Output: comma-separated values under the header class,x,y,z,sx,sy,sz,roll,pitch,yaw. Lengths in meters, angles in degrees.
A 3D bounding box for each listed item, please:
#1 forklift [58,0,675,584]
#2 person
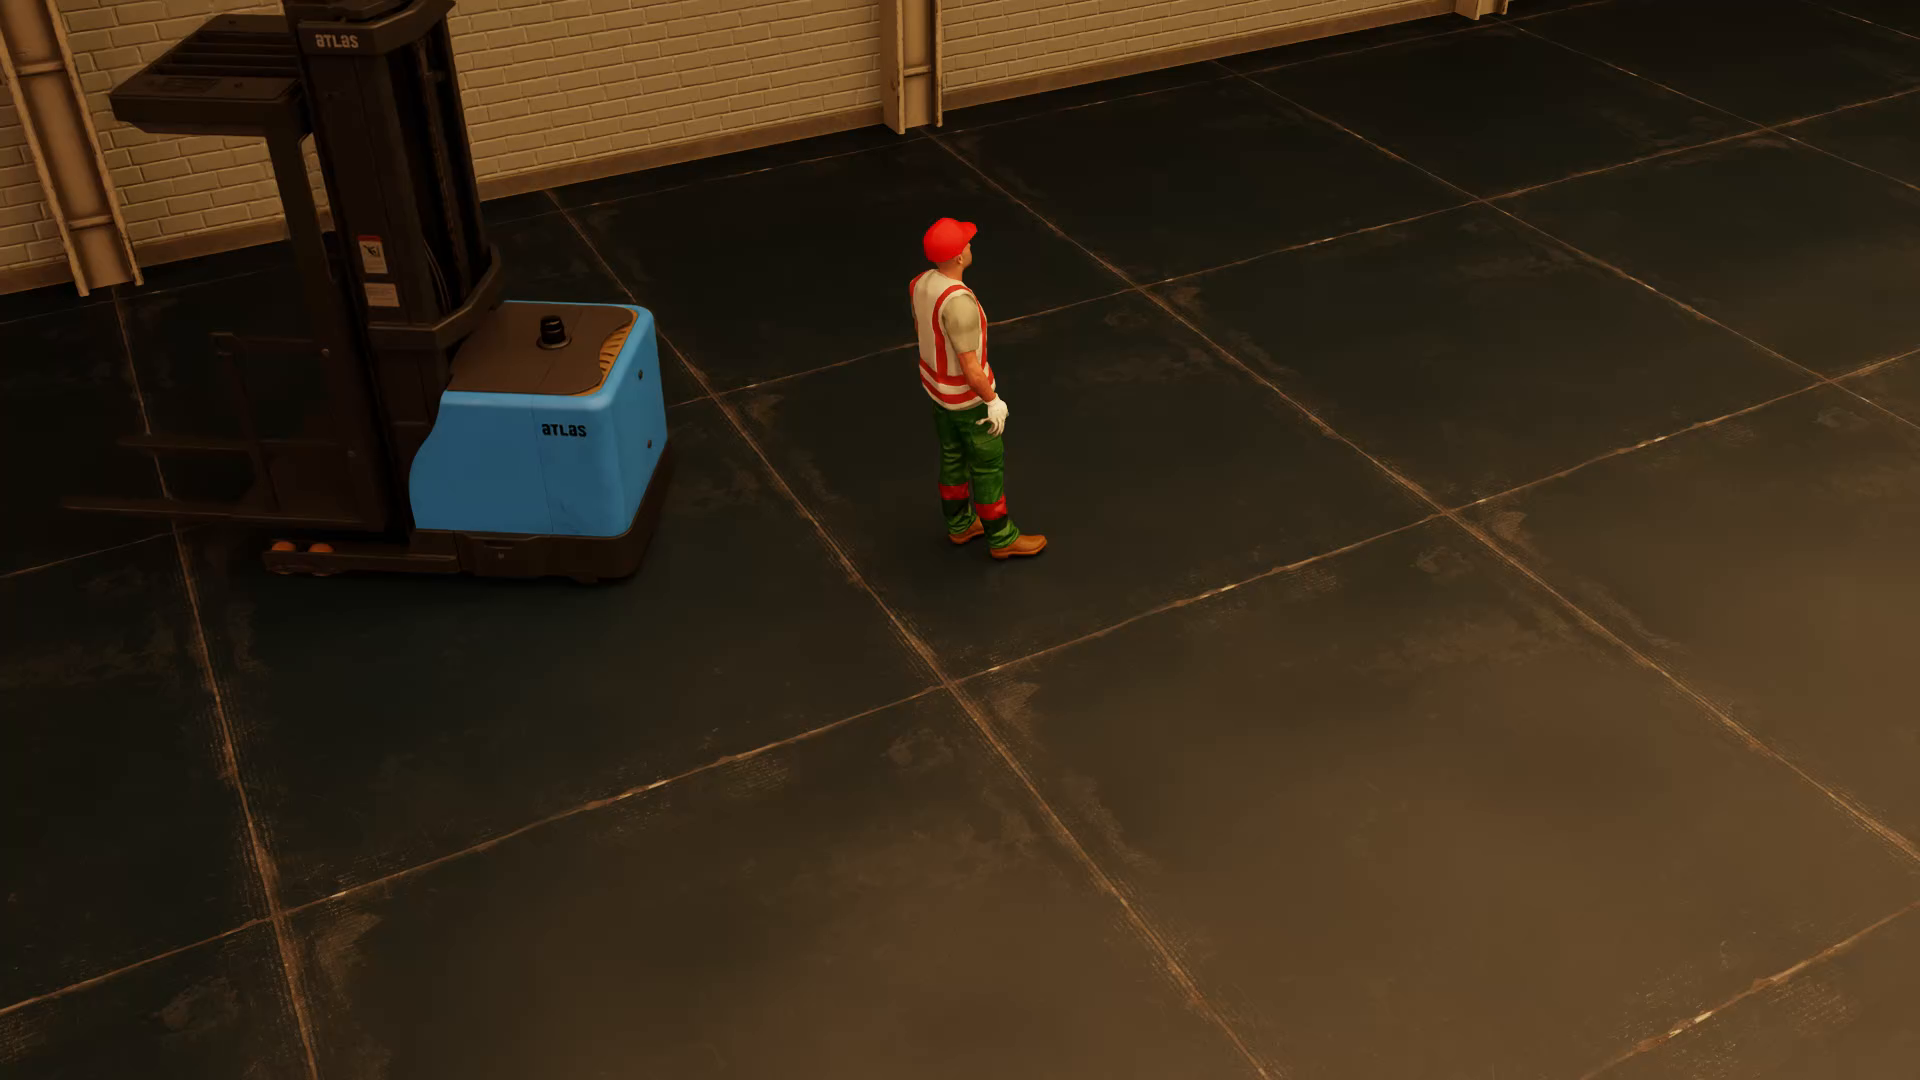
class,x,y,z,sx,sy,sz,roll,pitch,yaw
forklift,-3.094,-1.314,7.982,3.031,2.935,1.130,3,35,4
person,0.077,-0.753,8.164,0.562,1.790,0.637,-17,39,-23
